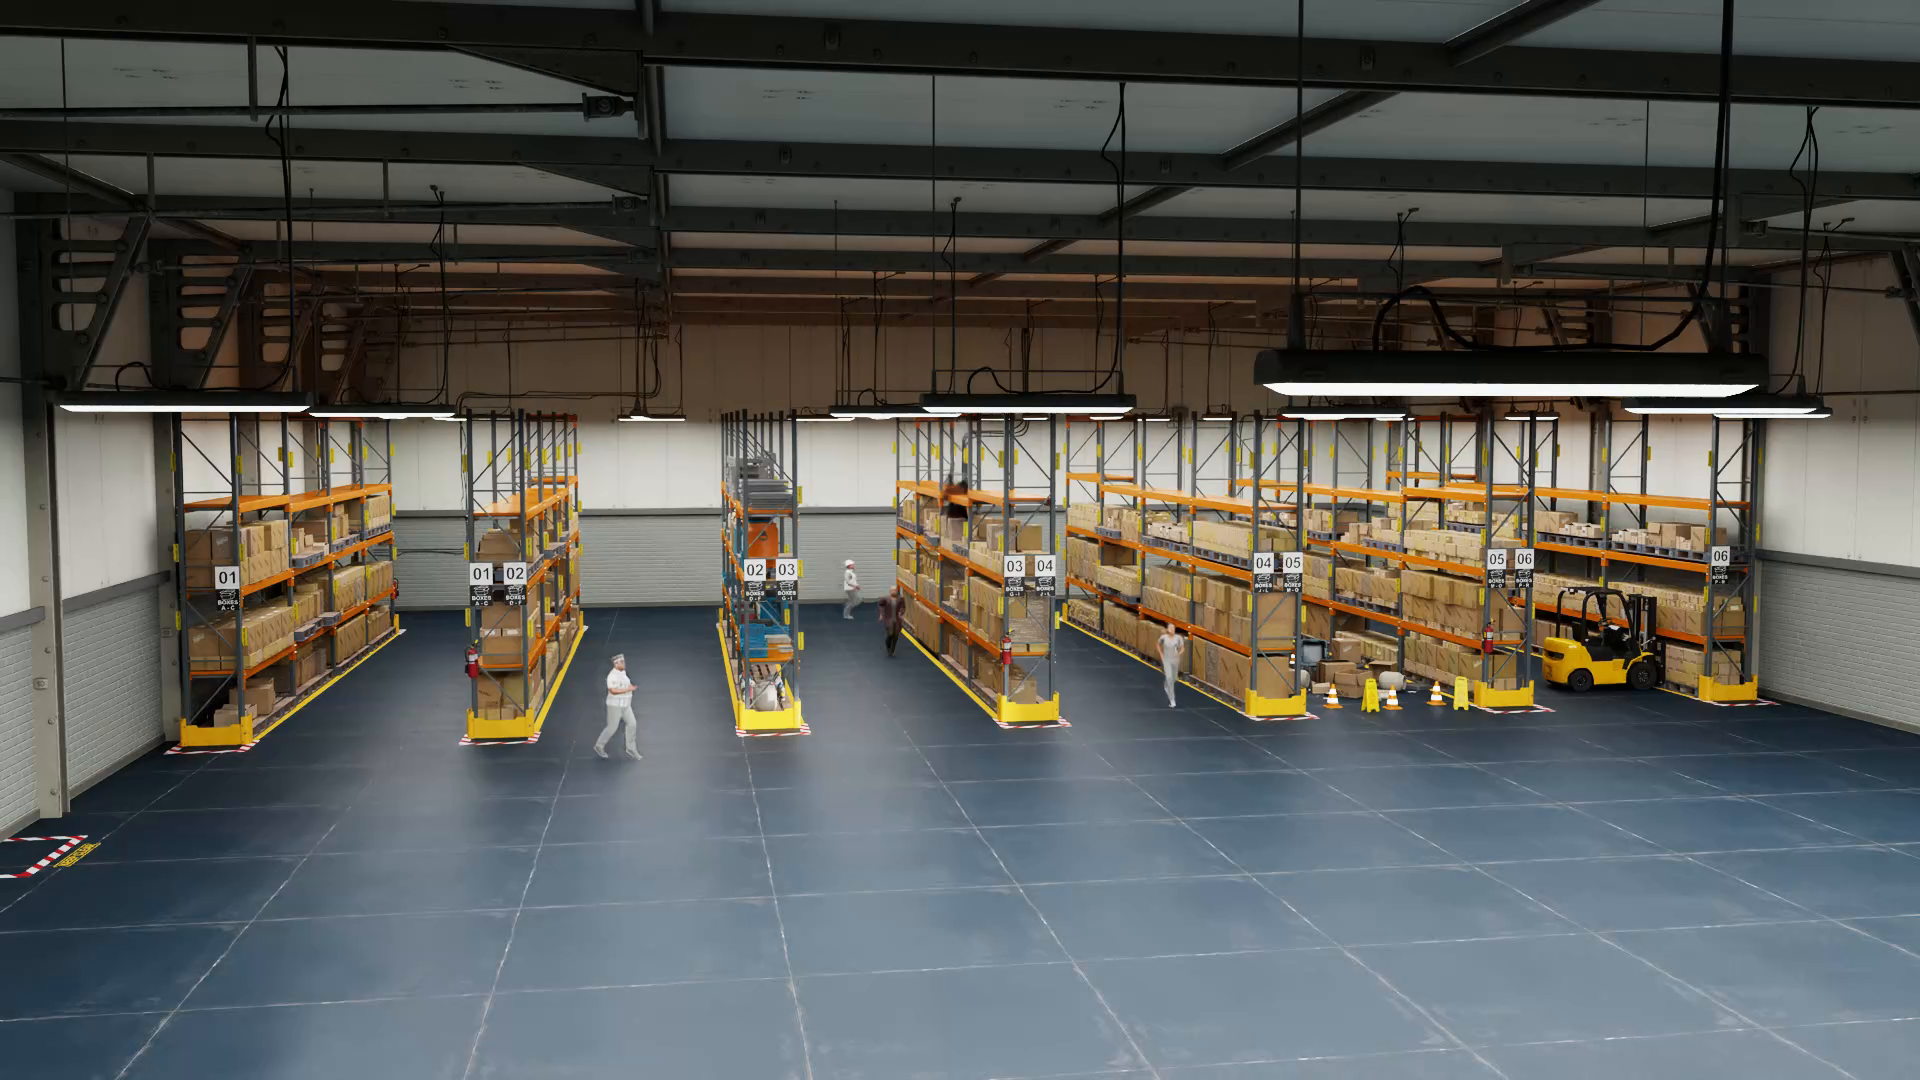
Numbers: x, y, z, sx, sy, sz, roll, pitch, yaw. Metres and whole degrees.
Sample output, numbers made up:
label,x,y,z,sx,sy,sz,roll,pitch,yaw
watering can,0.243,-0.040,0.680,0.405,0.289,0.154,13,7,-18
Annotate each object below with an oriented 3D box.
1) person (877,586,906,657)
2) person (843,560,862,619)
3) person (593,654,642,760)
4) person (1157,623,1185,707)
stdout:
label,x,y,z,sx,sy,sz,roll,pitch,yaw
person,-1.649,1.995,40.787,0.678,1.745,0.808,-1,4,-15
person,-3.178,1.446,48.947,0.532,1.732,0.672,0,4,7
person,-5.860,2.850,28.392,0.835,1.841,0.687,1,4,15
person,4.332,2.529,34.106,0.520,1.660,1.071,-1,4,-8
